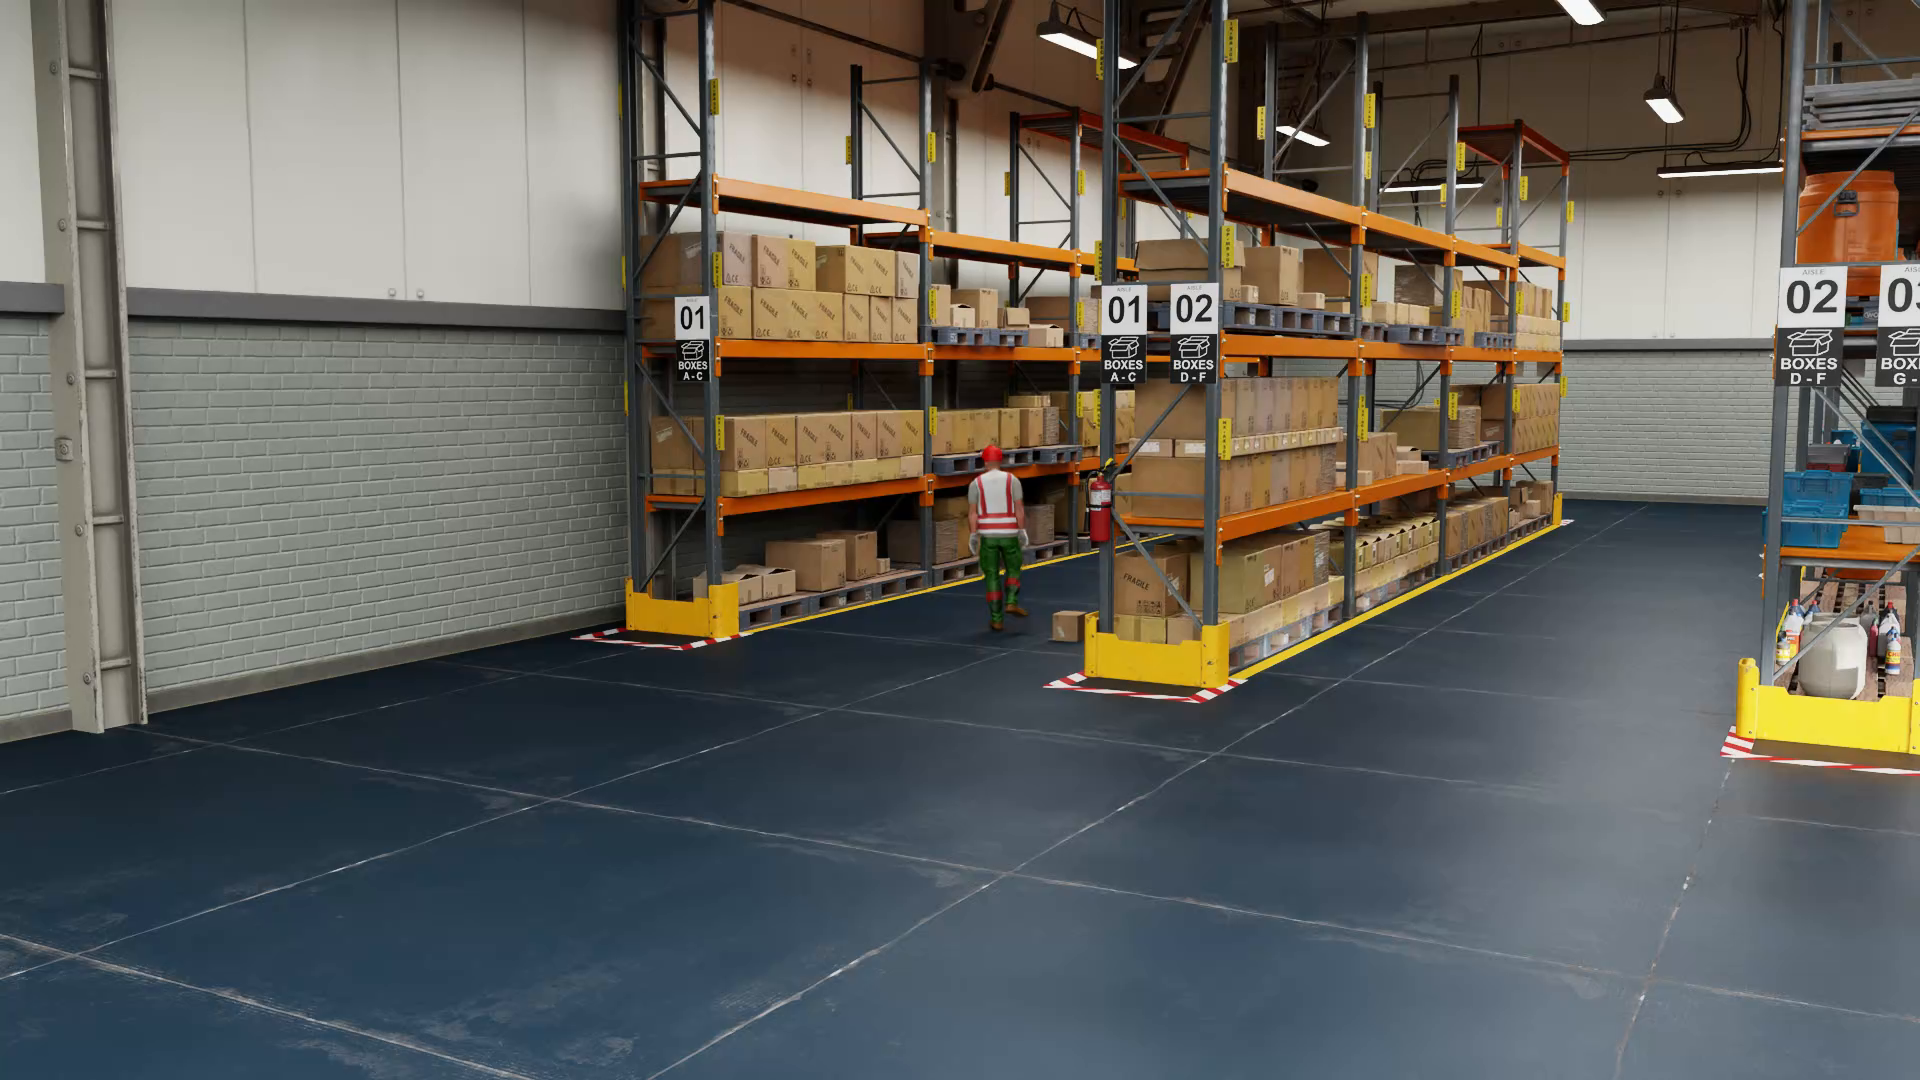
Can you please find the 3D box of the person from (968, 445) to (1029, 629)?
[{"bbox_3d":[0.372,-0.032,16.197,0.588,1.779,0.546,0,6,-3],"label":"person"}]
